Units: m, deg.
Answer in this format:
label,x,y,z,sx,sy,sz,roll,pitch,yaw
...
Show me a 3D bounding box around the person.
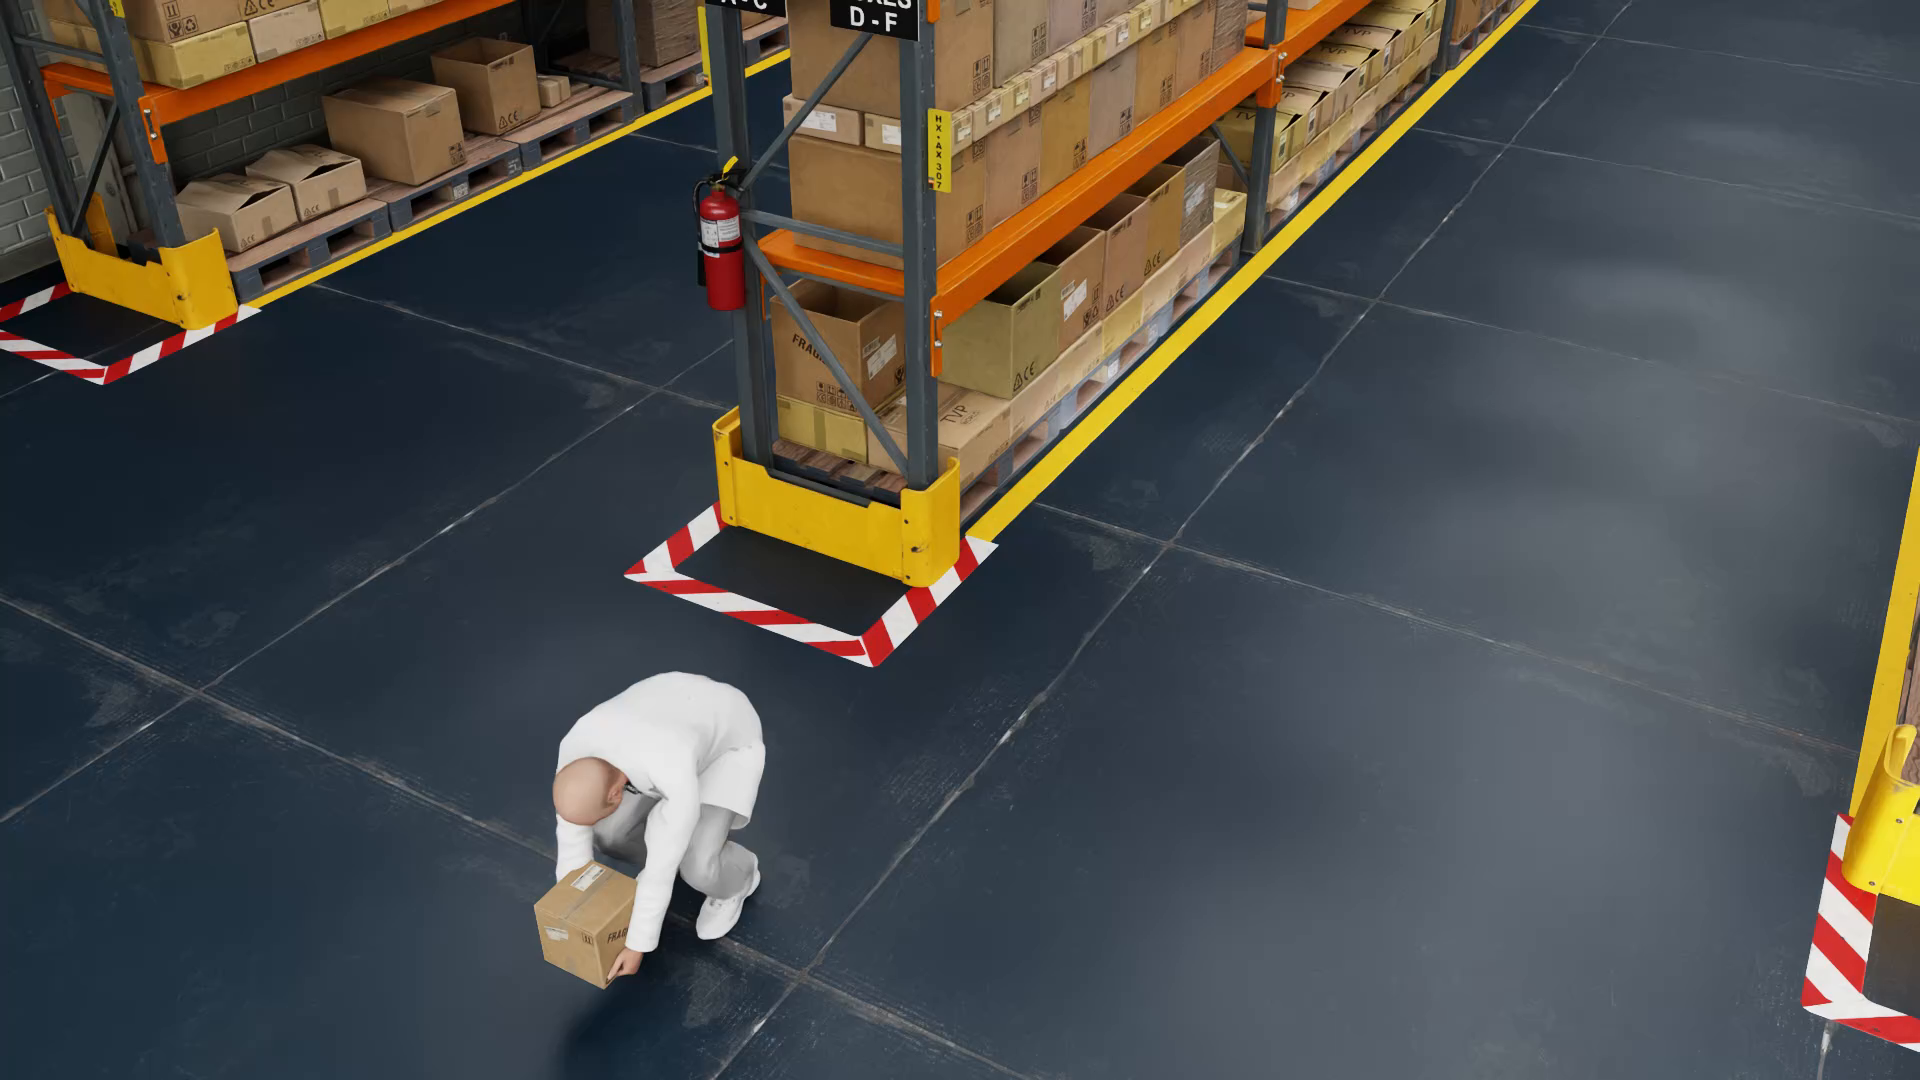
label,x,y,z,sx,sy,sz,roll,pitch,yaw
person,-1.000,0.920,5.503,0.591,0.971,0.938,16,37,23
